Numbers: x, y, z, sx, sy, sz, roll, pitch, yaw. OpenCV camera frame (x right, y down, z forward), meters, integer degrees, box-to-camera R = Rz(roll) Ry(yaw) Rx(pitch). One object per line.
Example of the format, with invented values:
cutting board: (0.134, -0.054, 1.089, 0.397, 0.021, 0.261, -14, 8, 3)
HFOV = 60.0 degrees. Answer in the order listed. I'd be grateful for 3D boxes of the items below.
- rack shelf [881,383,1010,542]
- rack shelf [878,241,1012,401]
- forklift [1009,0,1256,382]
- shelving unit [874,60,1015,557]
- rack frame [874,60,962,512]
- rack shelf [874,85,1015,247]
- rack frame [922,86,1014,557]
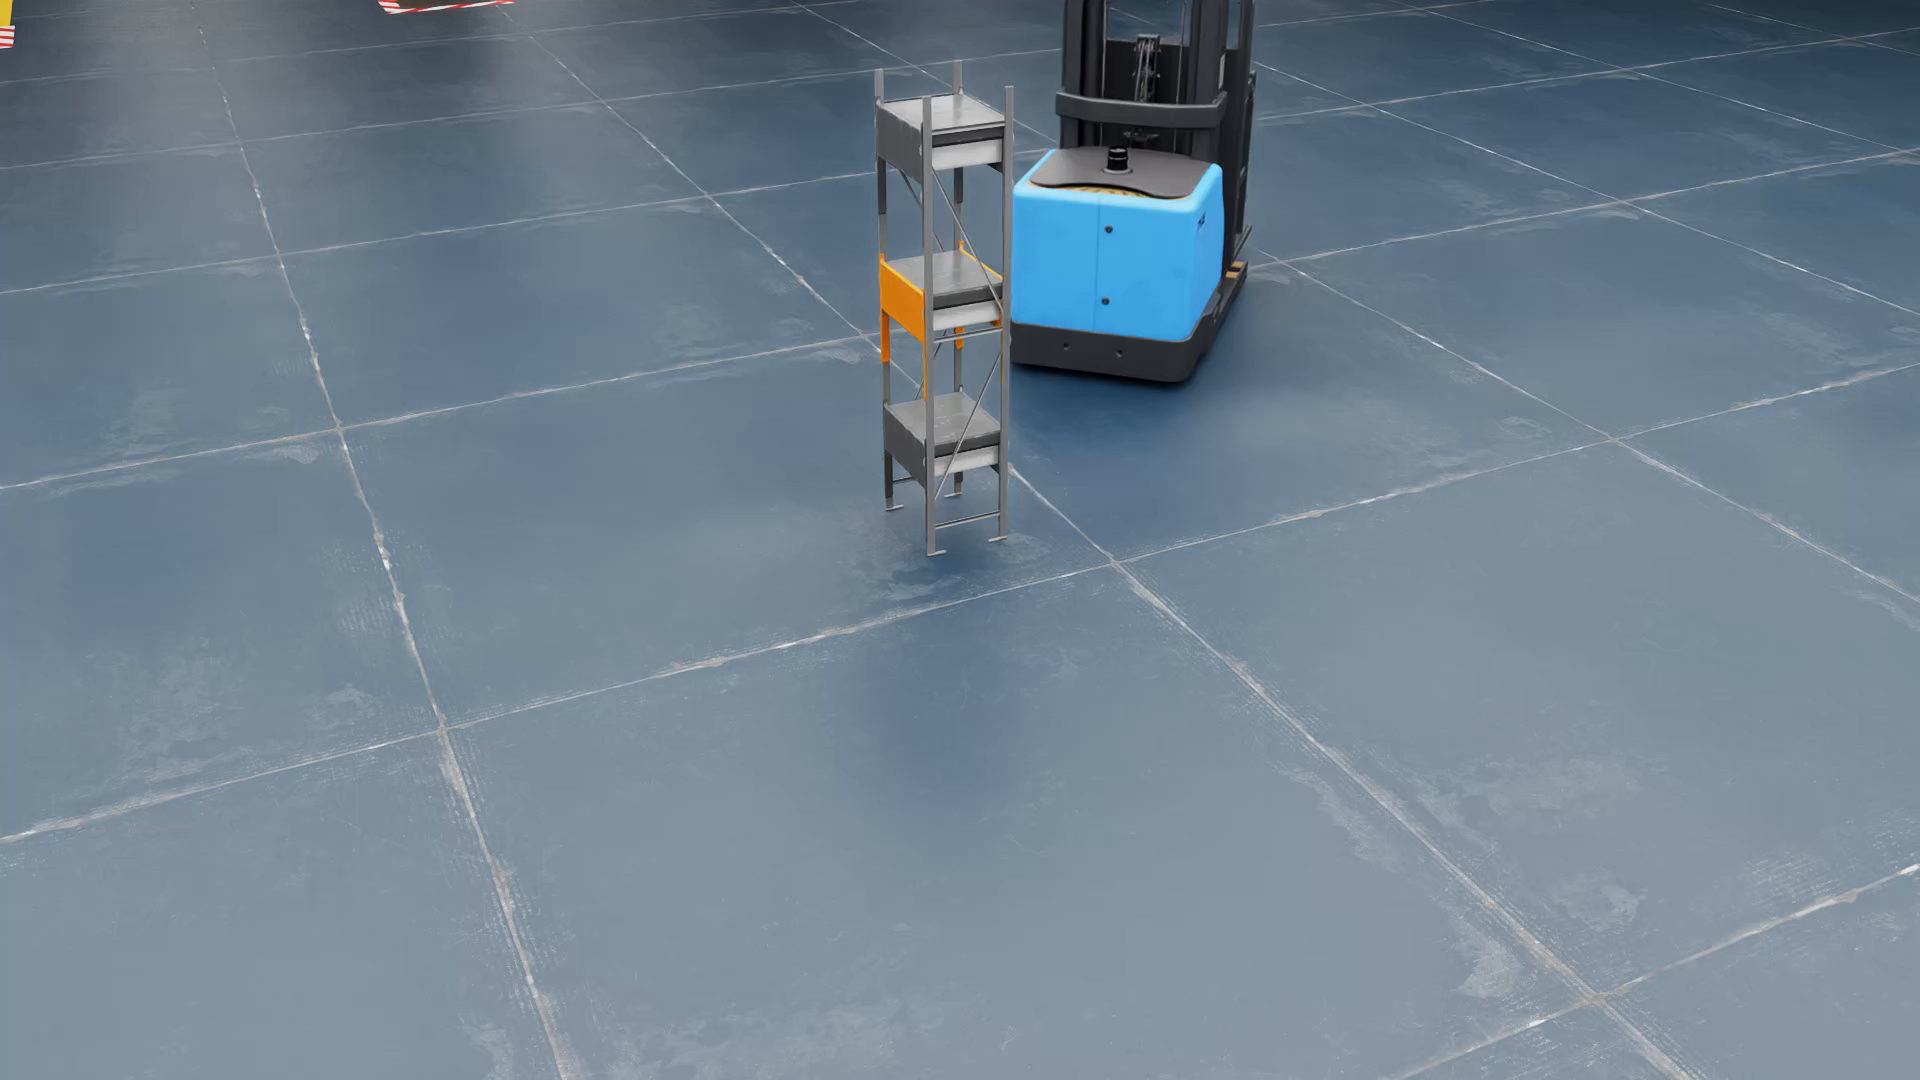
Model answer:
rack shelf: (-0.071, -0.367, 7.716, 0.431, 0.518, 0.480, -13, 32, -22)
rack shelf: (-0.071, -0.977, 7.374, 0.431, 0.518, 0.480, -13, 32, -22)
forklift: (1.206, -2.853, 9.842, 1.130, 2.935, 3.031, 9, 31, 16)
shelving unit: (-0.071, -0.989, 7.367, 0.431, 2.100, 0.503, -13, 32, -22)
rack frame: (-0.176, -1.097, 7.559, 0.400, 2.100, 0.015, -13, 32, -22)
rack shelf: (-0.071, -1.588, 7.031, 0.431, 0.518, 0.480, -13, 32, -22)
rack frame: (0.034, -0.881, 7.175, 0.400, 2.100, 0.015, -13, 32, -22)
